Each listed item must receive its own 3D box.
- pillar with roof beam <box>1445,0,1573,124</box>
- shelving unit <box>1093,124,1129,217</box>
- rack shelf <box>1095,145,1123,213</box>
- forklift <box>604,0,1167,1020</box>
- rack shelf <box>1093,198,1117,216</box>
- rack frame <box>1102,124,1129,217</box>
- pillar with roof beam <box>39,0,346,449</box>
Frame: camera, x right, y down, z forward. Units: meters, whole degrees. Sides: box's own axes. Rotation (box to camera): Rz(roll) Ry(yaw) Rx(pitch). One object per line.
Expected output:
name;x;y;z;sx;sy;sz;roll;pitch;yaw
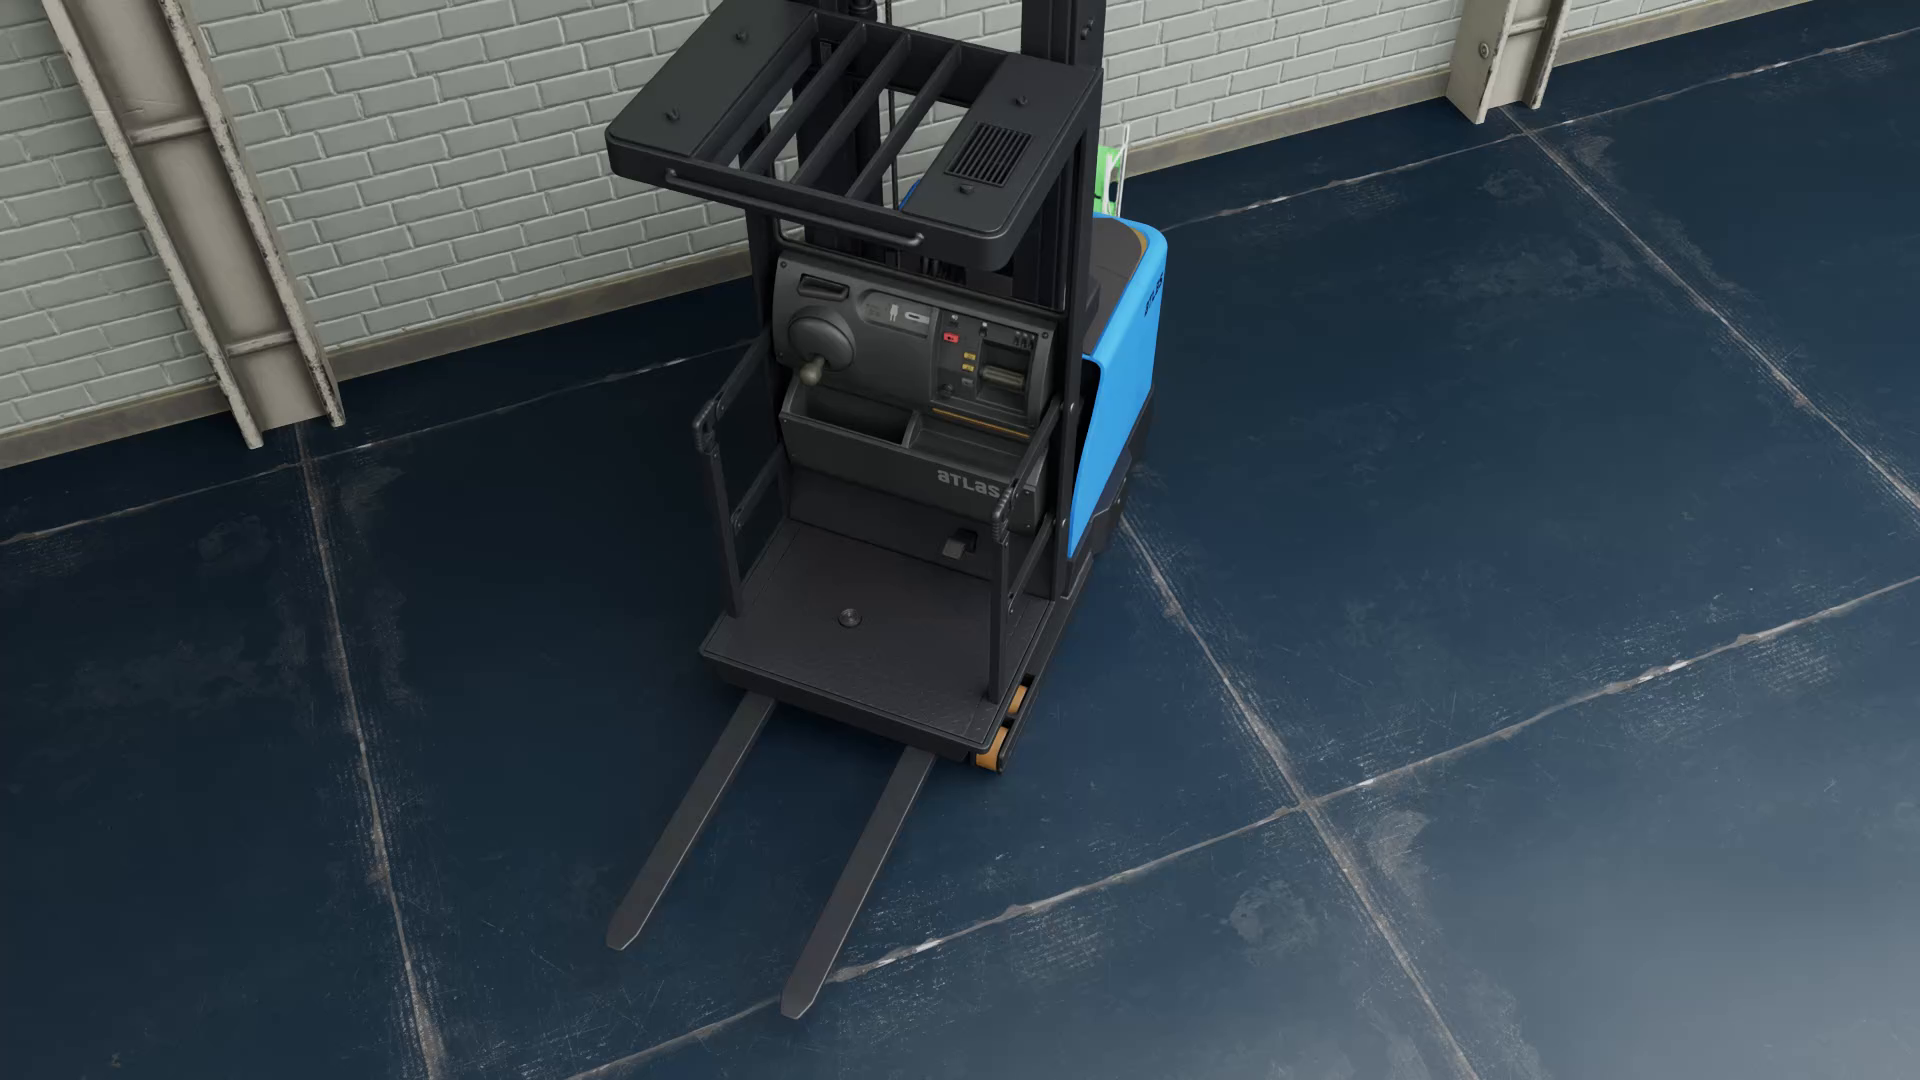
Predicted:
pillar with roof beam;4.352;-2.170;2.523;0.400;9.000;9.100;-17;52;-14
shelving unit;0.357;-1.165;6.789;0.503;1.200;0.258;17;47;14
rack shelf;0.369;-1.456;6.492;0.480;0.148;0.258;17;47;14
forklift;-0.237;-0.512;5.098;1.130;2.935;3.031;17;51;14
rack shelf;0.362;-1.288;6.663;0.480;0.148;0.258;17;47;14
rack frame;0.584;-1.097;6.731;0.015;1.200;0.240;17;47;14
pillar with roof beam;-1.202;-0.449;1.045;0.400;9.000;9.100;-17;52;-14
